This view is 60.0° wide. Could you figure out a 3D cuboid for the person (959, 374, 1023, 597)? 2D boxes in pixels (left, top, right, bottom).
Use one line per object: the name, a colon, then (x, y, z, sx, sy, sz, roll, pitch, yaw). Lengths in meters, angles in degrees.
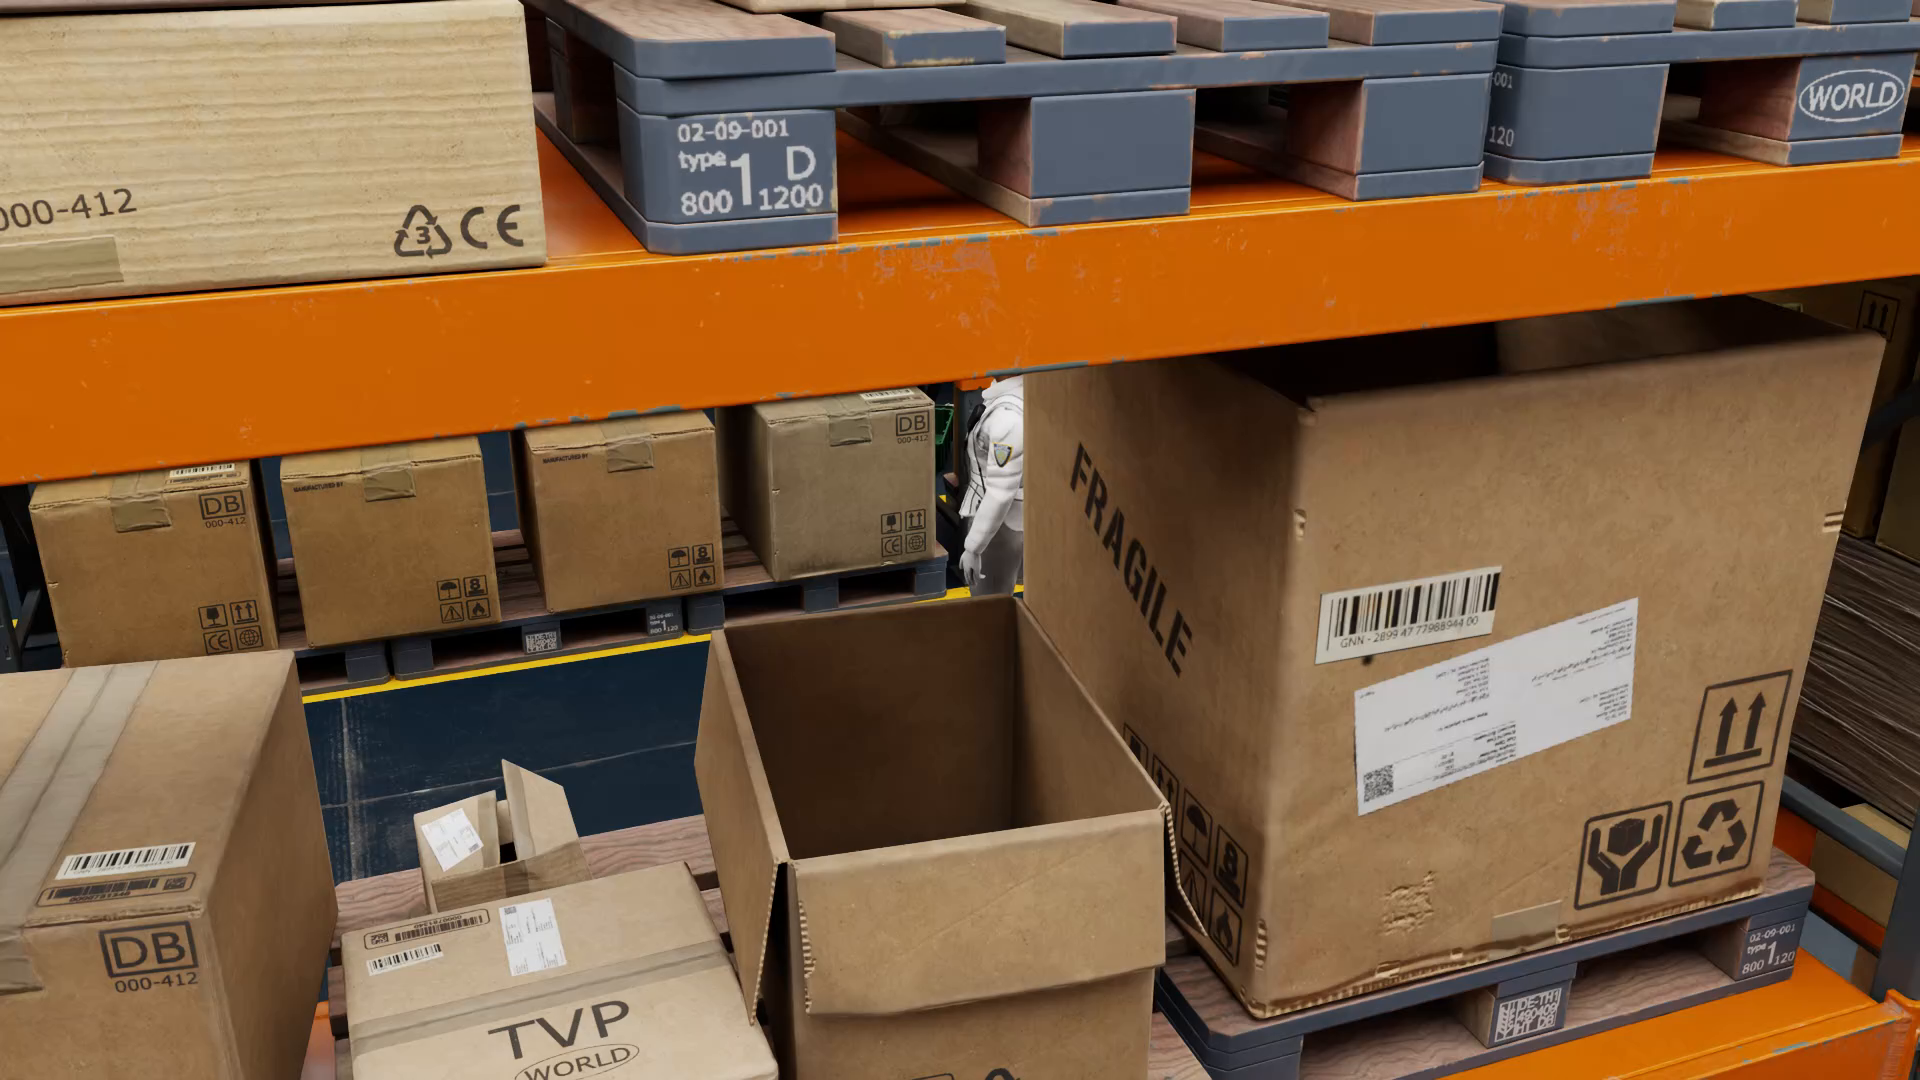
person: (0.079, -0.065, 6.183, 0.531, 1.694, 0.586, 5, 23, 11)
